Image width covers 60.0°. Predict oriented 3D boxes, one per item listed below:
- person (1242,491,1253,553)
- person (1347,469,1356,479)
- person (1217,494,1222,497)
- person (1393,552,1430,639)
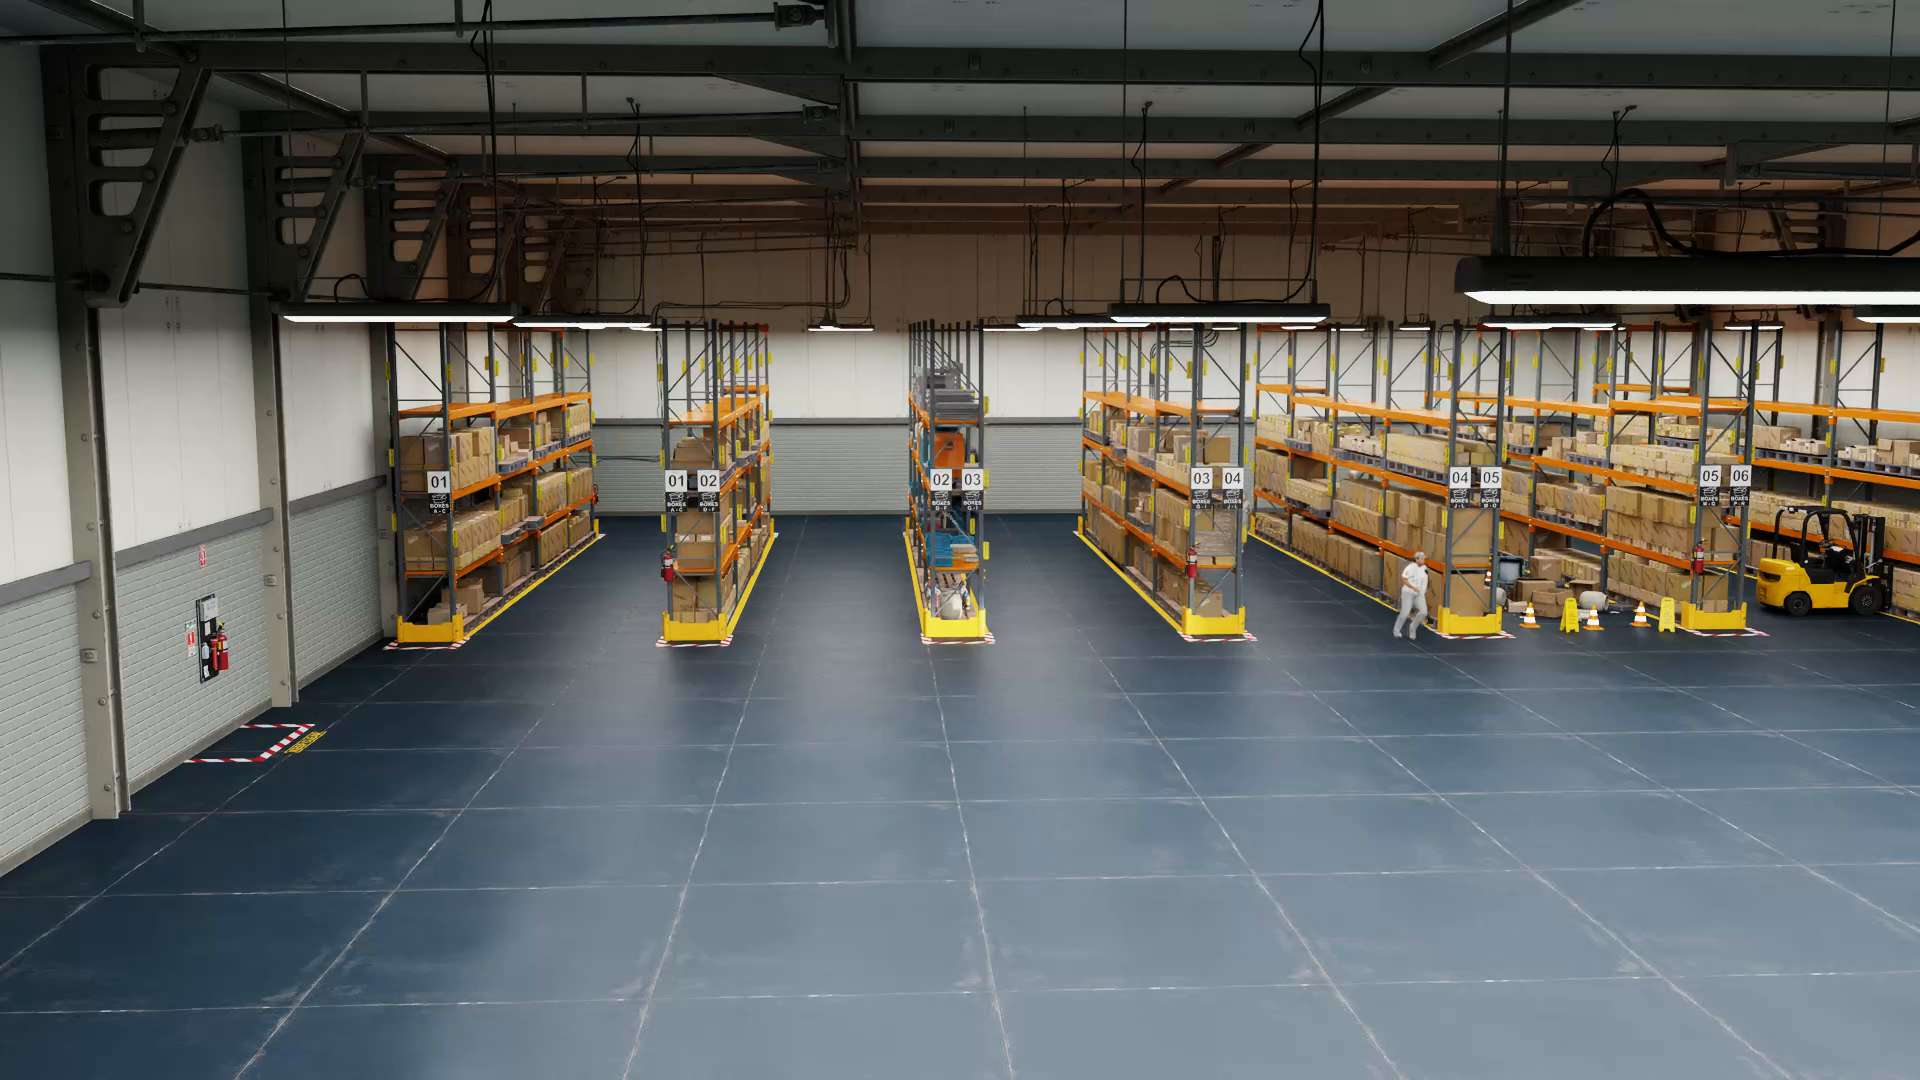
[{"bbox_3d":[7.354,-0.441,43.286,0.551,1.666,0.597,0,7,0],"label":"person"},{"bbox_3d":[11.565,-1.229,49.269,0.583,1.740,0.632,0,7,-2],"label":"person"},{"bbox_3d":[7.278,-0.736,45.350,0.661,1.836,0.764,-1,7,-6],"label":"person"},{"bbox_3d":[8.612,1.048,31.425,0.679,1.669,0.617,-3,8,-20],"label":"person"}]
